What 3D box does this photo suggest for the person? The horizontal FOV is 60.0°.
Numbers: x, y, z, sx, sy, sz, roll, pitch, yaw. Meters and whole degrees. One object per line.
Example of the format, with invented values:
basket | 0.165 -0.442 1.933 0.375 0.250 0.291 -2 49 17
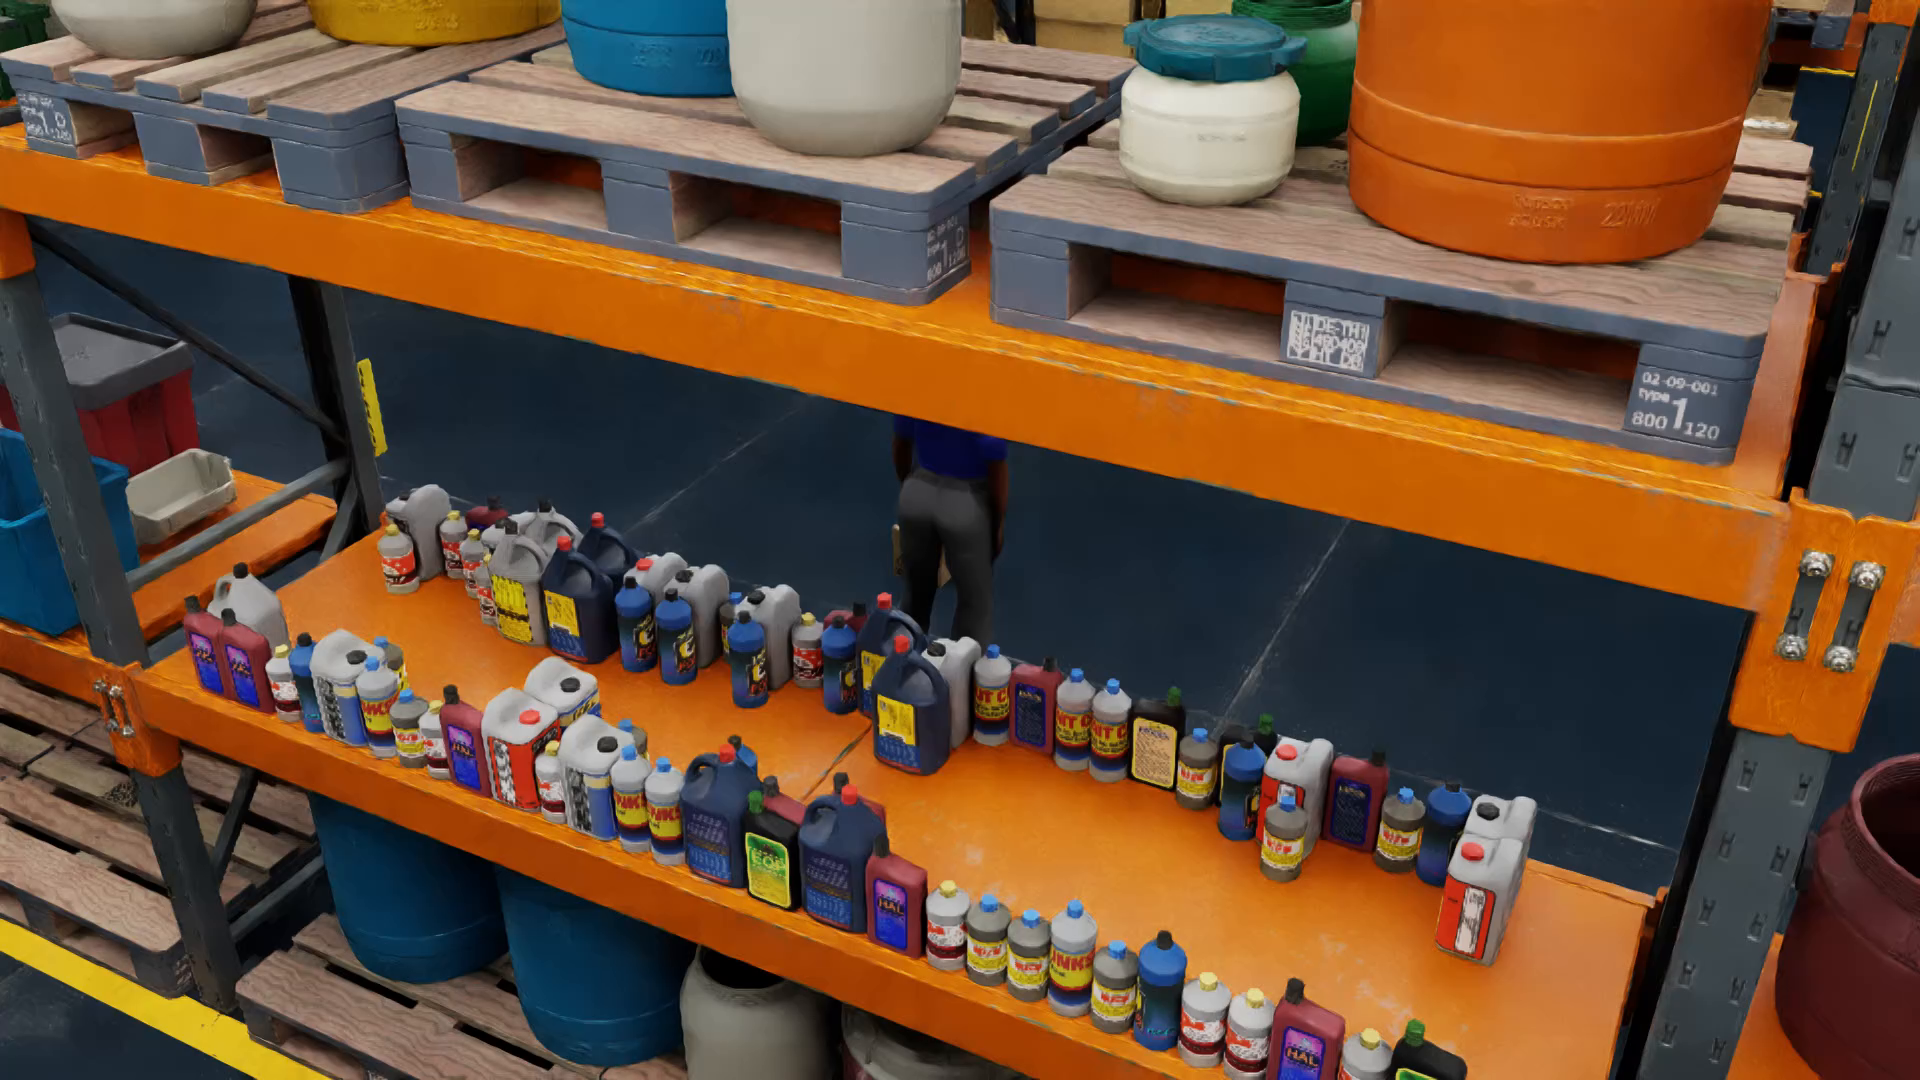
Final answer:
person | -0.030 -0.108 6.278 0.493 1.664 0.349 13 32 20
